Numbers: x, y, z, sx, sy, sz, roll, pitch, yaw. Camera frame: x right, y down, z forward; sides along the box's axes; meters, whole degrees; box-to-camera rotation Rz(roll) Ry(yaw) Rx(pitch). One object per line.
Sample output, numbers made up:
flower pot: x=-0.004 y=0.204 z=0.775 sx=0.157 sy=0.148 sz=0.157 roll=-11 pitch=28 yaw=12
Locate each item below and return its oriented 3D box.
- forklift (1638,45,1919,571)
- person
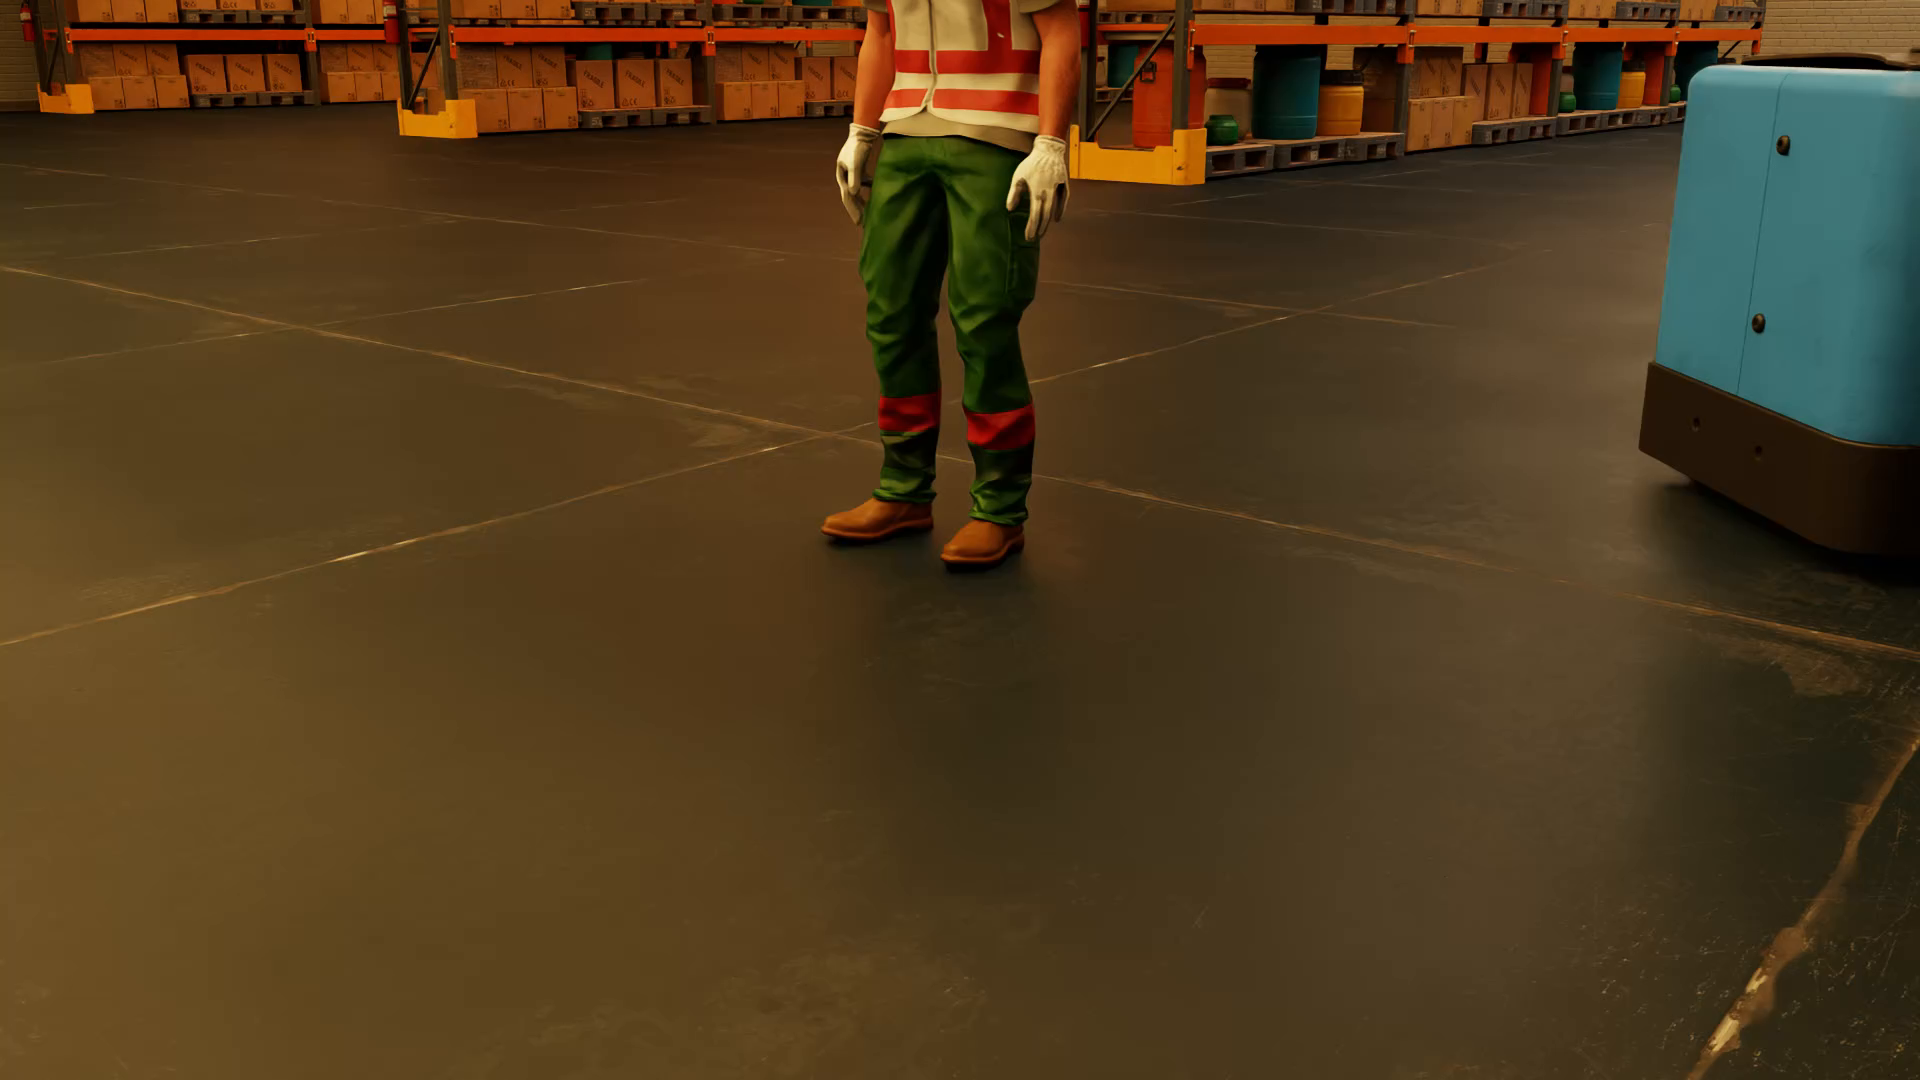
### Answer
forklift: x=3.371 y=-1.474 z=3.753 sx=3.031 sy=2.935 sz=1.130 roll=-1 pitch=17 yaw=-3
person: x=-0.022 y=-0.838 z=3.646 sx=0.608 sy=1.778 sz=0.450 roll=13 pitch=21 yaw=36
